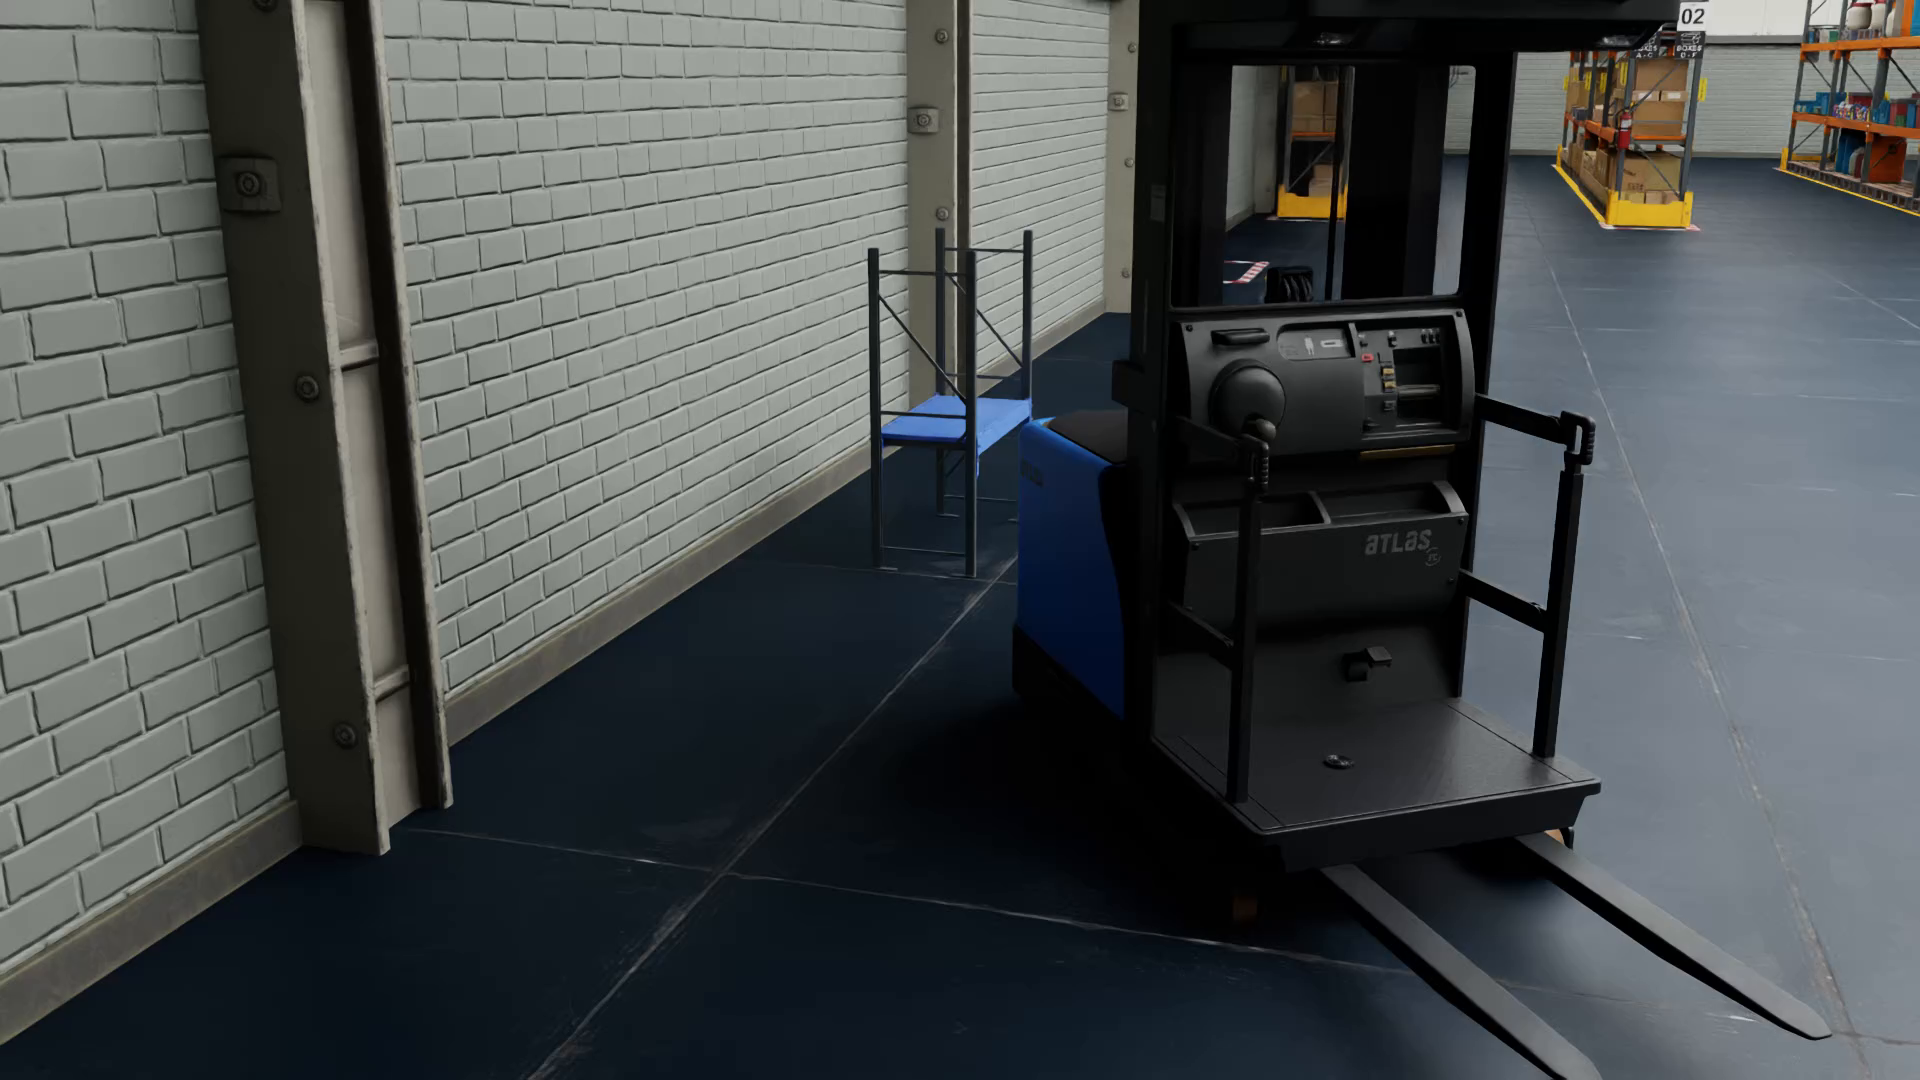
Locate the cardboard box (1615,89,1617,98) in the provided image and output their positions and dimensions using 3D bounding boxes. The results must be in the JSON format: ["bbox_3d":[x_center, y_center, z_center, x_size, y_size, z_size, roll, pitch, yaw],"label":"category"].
[{"bbox_3d":[11.104,-7.422,27.629,0.380,0.149,0.250,4,16,14],"label":"cardboard box"}]

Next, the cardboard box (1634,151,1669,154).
[{"bbox_3d":[11.295,-6.092,27.204,0.500,0.500,0.500,5,16,16],"label":"cardboard box"}]

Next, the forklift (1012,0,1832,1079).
[{"bbox_3d":[1.138,-0.469,4.613,1.130,2.935,3.031,-5,17,-18],"label":"forklift"}]

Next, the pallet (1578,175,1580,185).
[{"bbox_3d":[12.894,-7.148,33.144,1.003,0.211,1.213,5,16,16],"label":"pallet"}]

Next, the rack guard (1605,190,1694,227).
[{"bbox_3d":[10.365,-4.995,25.025,1.175,0.500,0.348,5,16,16],"label":"rack guard"}]

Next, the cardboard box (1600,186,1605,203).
[{"bbox_3d":[10.512,-5.509,26.526,0.500,0.250,0.500,5,16,16],"label":"cardboard box"}]

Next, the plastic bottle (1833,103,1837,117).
[{"bbox_3d":[18.017,-8.840,34.212,0.061,0.283,0.133,5,16,16],"label":"plastic bottle"}]

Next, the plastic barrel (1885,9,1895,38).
[{"bbox_3d":[17.011,-9.352,30.101,0.421,0.512,0.421,0,16,0],"label":"plastic barrel"}]

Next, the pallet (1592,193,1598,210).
[{"bbox_3d":[11.242,-5.705,28.054,1.003,0.211,1.213,5,16,16],"label":"pallet"}]

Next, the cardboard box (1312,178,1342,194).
[{"bbox_3d":[6.066,-5.829,27.504,0.500,0.311,0.500,6,17,20],"label":"cardboard box"}]

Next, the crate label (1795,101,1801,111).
[{"bbox_3d":[19.281,-9.914,37.984,0.416,0.233,0.303,5,16,16],"label":"crate label"}]

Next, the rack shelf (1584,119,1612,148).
[{"bbox_3d":[12.077,-7.428,30.339,1.077,0.370,4.000,5,16,16],"label":"rack shelf"}]

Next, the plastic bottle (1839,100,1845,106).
[{"bbox_3d":[18.108,-8.857,34.151,0.144,0.351,0.185,5,16,16],"label":"plastic bottle"}]

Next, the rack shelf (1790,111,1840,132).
[{"bbox_3d":[19.098,-9.136,36.360,1.077,0.370,4.000,5,16,16],"label":"rack shelf"}]

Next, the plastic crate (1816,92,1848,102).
[{"bbox_3d":[19.751,-9.949,37.734,0.616,0.435,0.499,5,16,16],"label":"plastic crate"}]

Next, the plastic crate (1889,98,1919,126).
[{"bbox_3d":[16.641,-7.544,29.312,0.402,0.464,0.583,5,16,16],"label":"plastic crate"}]

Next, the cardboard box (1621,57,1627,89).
[{"bbox_3d":[11.103,-7.543,26.866,0.700,0.500,0.500,5,16,16],"label":"cardboard box"}]

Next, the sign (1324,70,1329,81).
[{"bbox_3d":[7.362,-9.280,33.427,0.100,0.325,0.005,5,16,16],"label":"sign"}]

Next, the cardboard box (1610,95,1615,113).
[{"bbox_3d":[12.034,-7.767,30.034,0.500,0.500,0.500,5,16,16],"label":"cardboard box"}]

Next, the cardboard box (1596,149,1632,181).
[{"bbox_3d":[10.942,-6.262,27.806,0.500,0.500,0.500,5,16,16],"label":"cardboard box"}]

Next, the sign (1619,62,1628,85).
[{"bbox_3d":[9.856,-6.921,24.677,0.100,0.325,0.005,5,16,16],"label":"sign"}]

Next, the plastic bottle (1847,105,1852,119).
[{"bbox_3d":[17.645,-8.474,32.945,0.097,0.271,0.097,0,16,0],"label":"plastic bottle"}]

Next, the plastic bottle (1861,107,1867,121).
[{"bbox_3d":[17.270,-8.129,31.729,0.097,0.271,0.097,0,16,0],"label":"plastic bottle"}]

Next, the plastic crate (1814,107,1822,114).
[{"bbox_3d":[18.737,-9.340,36.134,0.293,0.136,0.466,5,16,16],"label":"plastic crate"}]

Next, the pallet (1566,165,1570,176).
[{"bbox_3d":[13.978,-8.182,36.789,1.003,0.211,1.213,5,16,16],"label":"pallet"}]

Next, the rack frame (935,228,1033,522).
[{"bbox_3d":[0.120,-0.832,8.515,0.500,1.500,0.032,5,16,16],"label":"rack frame"}]

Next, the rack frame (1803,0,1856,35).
[{"bbox_3d":[19.667,-12.891,37.288,1.000,3.000,0.127,5,16,16],"label":"rack frame"}]

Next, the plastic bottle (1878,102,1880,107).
[{"bbox_3d":[18.392,-8.632,33.356,0.144,0.351,0.185,5,16,16],"label":"plastic bottle"}]

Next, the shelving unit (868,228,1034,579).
[{"bbox_3d":[-0.024,-0.699,8.046,0.538,1.500,1.048,5,16,16],"label":"shelving unit"}]

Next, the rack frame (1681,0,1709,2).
[{"bbox_3d":[10.372,-9.090,23.888,1.000,3.000,0.127,5,16,16],"label":"rack frame"}]

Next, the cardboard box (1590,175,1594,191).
[{"bbox_3d":[11.348,-6.261,29.176,0.500,0.250,0.500,4,16,15],"label":"cardboard box"}]

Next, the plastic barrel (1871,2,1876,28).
[{"bbox_3d":[18.465,-10.440,33.028,0.600,0.588,0.600,0,16,0],"label":"plastic barrel"}]

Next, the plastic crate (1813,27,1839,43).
[{"bbox_3d":[18.969,-11.040,36.372,0.504,0.338,0.767,5,16,16],"label":"plastic crate"}]

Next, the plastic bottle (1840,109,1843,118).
[{"bbox_3d":[17.842,-8.622,33.595,0.097,0.201,0.097,0,16,0],"label":"plastic bottle"}]

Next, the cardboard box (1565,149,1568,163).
[{"bbox_3d":[13.885,-8.629,37.377,0.500,0.311,0.500,5,16,16],"label":"cardboard box"}]

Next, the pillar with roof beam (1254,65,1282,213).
[{"bbox_3d":[9.118,-9.390,24.944,9.100,9.000,0.400,5,16,16],"label":"pillar with roof beam"}]

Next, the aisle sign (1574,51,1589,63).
[{"bbox_3d":[14.657,-11.682,39.253,0.394,0.787,0.004,5,16,16],"label":"aisle sign"}]

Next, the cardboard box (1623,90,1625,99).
[{"bbox_3d":[10.664,-7.018,26.204,0.380,0.149,0.250,5,17,17],"label":"cardboard box"}]

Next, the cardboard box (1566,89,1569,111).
[{"bbox_3d":[14.540,-10.343,39.114,0.500,0.500,0.500,5,17,17],"label":"cardboard box"}]

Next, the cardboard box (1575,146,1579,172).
[{"bbox_3d":[12.977,-7.842,34.256,0.500,0.500,0.500,4,16,14],"label":"cardboard box"}]

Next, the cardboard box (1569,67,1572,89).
[{"bbox_3d":[14.399,-10.686,38.493,0.500,0.500,0.500,5,17,16],"label":"cardboard box"}]

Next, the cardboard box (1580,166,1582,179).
[{"bbox_3d":[12.215,-7.062,32.001,0.500,0.250,0.500,5,16,16],"label":"cardboard box"}]

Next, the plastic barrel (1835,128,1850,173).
[{"bbox_3d":[18.359,-8.010,34.149,0.600,0.901,0.708,5,16,16],"label":"plastic barrel"}]

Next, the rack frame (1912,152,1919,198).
[{"bbox_3d":[16.257,-6.866,27.038,1.000,3.000,0.127,5,16,16],"label":"rack frame"}]

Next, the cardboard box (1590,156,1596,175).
[{"bbox_3d":[11.491,-6.665,29.571,0.500,0.311,0.500,5,17,17],"label":"cardboard box"}]

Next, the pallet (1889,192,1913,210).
[{"bbox_3d":[16.443,-5.733,28.154,1.003,0.211,1.213,5,16,16],"label":"pallet"}]

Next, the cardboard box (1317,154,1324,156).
[{"bbox_3d":[7.050,-6.976,31.202,0.700,0.500,0.500,4,16,15],"label":"cardboard box"}]

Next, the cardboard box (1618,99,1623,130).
[{"bbox_3d":[11.099,-6.913,27.021,0.700,0.500,0.500,5,17,17],"label":"cardboard box"}]

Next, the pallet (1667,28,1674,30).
[{"bbox_3d":[11.291,-8.426,27.205,1.003,0.211,1.213,5,16,16],"label":"pallet"}]
